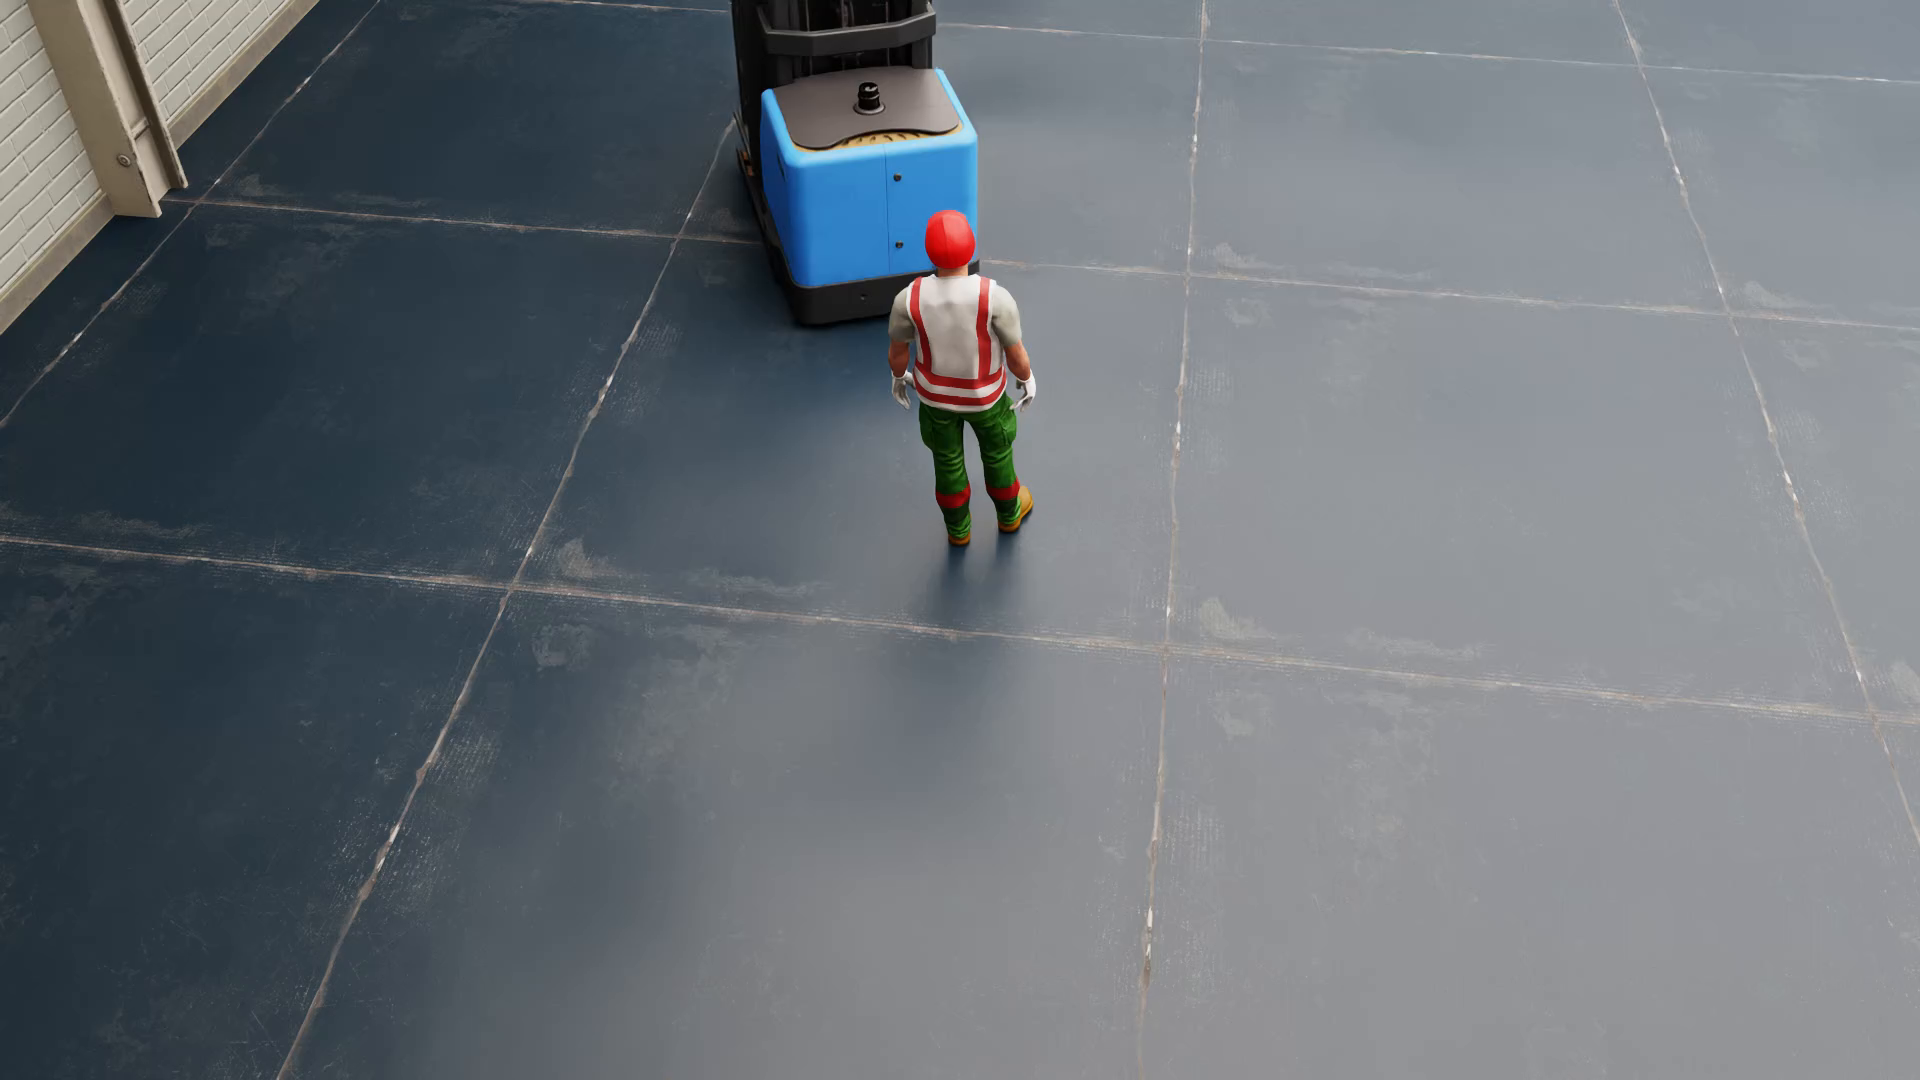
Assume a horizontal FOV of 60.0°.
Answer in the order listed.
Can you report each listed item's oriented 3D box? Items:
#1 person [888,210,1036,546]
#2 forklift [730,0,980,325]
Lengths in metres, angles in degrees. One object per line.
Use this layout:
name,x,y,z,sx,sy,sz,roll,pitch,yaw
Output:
person,0.021,-0.717,7.339,0.638,1.789,0.562,5,43,6
forklift,-0.758,-3.264,9.278,1.130,2.935,3.031,-10,44,-11
